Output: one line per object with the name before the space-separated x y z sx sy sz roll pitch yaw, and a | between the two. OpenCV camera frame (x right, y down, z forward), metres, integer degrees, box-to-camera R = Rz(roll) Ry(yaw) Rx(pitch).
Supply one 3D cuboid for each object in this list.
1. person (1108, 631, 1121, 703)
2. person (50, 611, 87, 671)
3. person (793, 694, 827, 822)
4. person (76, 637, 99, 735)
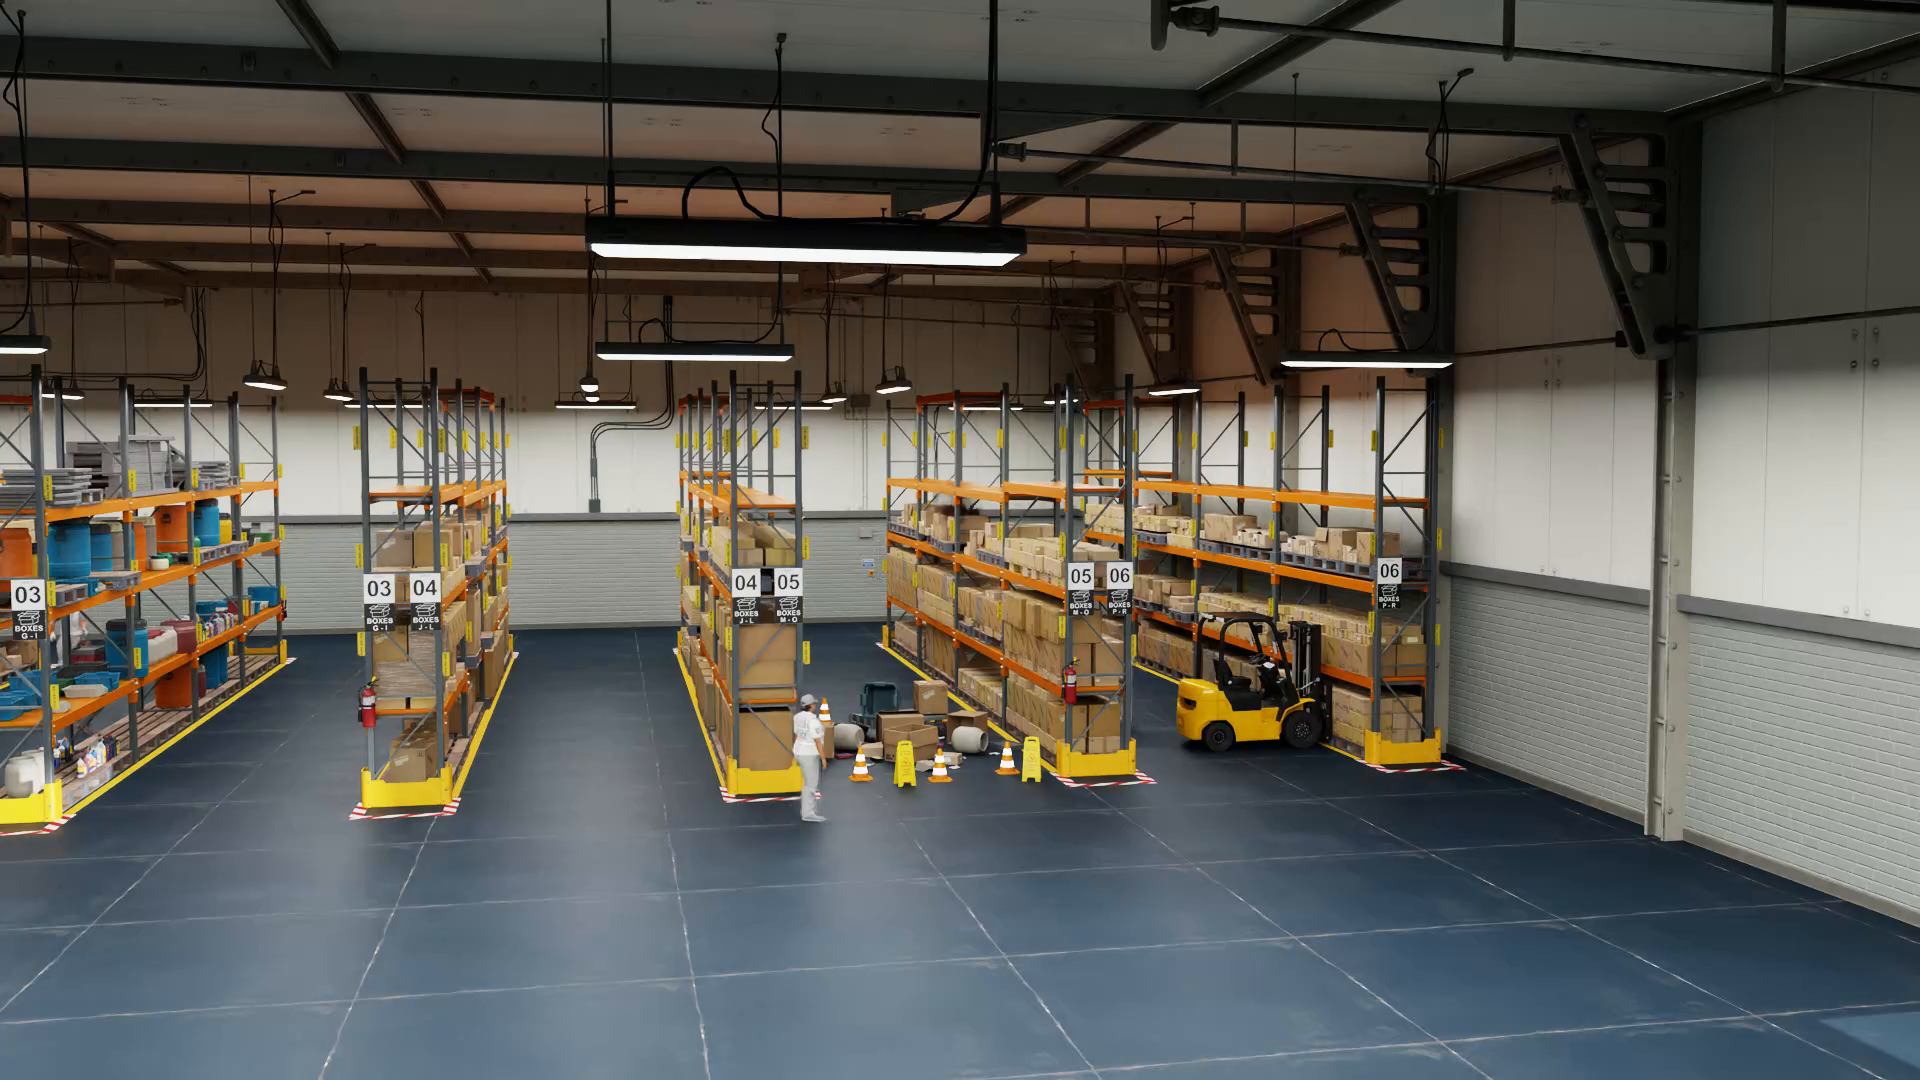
person | 2.778 2.441 30.170 0.532 1.572 0.893 -1 3 -11
person | -18.882 2.066 35.275 0.776 1.811 0.877 -1 3 -11
person | -1.976 2.901 21.947 0.416 1.742 0.507 -1 4 -21
person | -14.875 2.542 28.310 0.370 1.542 0.596 -3 5 -41
